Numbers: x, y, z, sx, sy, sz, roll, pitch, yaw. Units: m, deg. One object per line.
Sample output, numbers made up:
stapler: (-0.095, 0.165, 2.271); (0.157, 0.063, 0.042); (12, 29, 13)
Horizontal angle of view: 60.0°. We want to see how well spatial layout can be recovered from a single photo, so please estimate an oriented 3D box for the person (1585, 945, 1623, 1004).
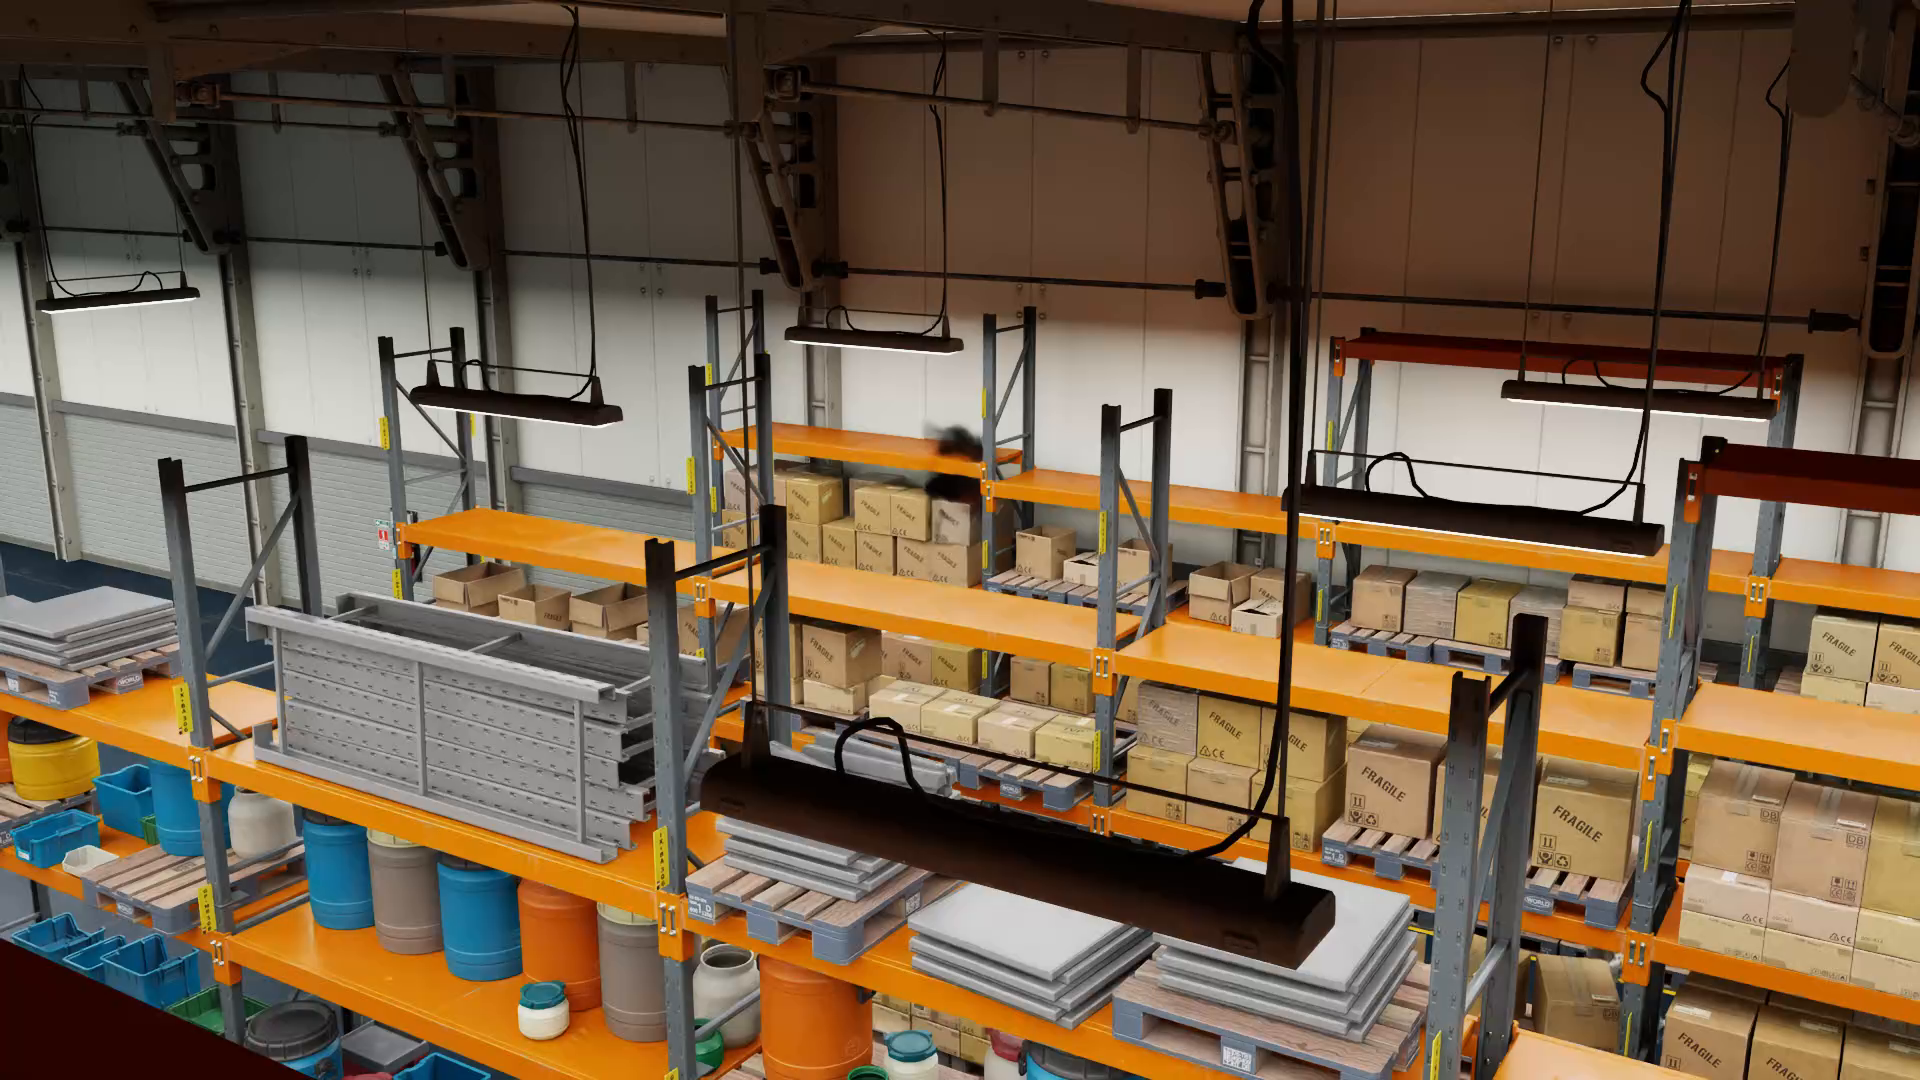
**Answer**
person: (5.669, 3.836, 14.577); (0.844, 1.571, 0.532); (6, 15, 24)
